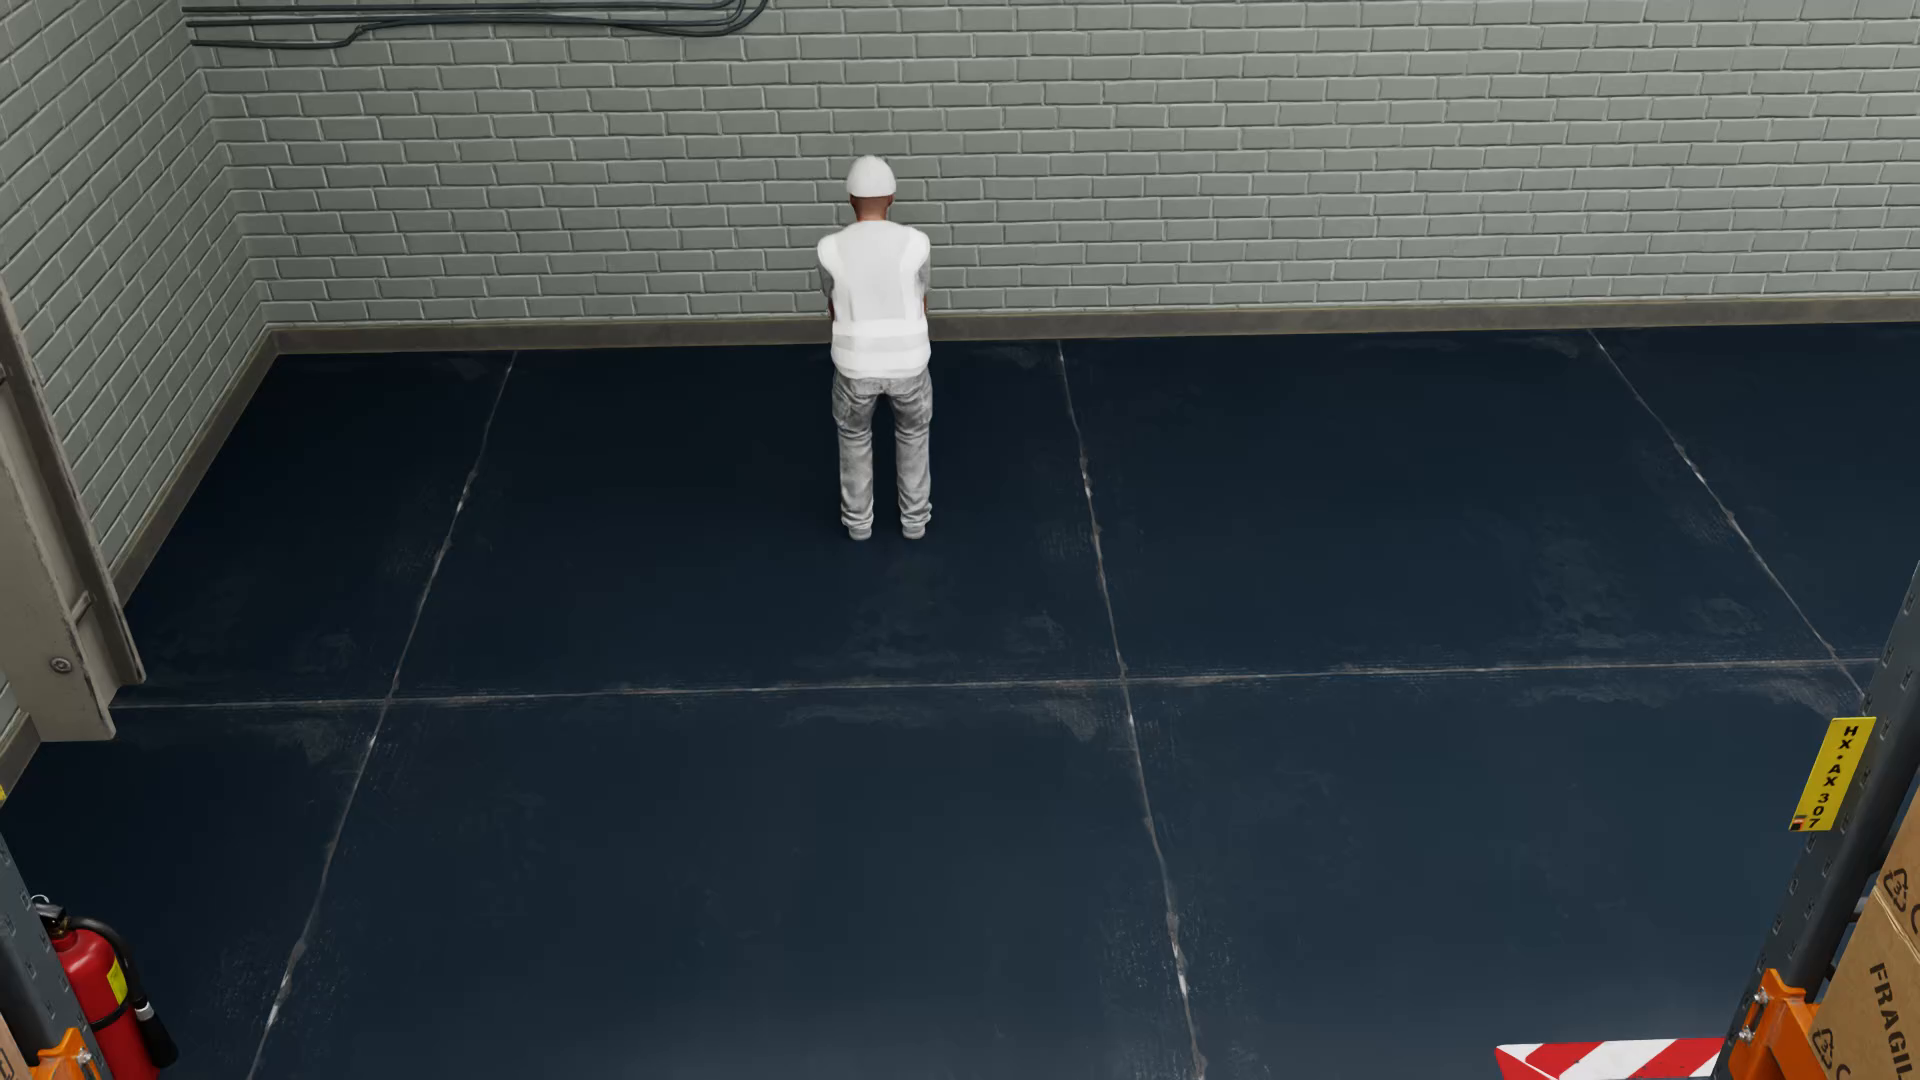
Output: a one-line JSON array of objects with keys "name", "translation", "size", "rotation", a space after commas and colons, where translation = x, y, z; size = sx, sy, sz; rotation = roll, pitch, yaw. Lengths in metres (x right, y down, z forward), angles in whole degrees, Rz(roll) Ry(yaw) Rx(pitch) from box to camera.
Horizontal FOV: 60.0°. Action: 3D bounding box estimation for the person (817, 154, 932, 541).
[{"name": "person", "translation": [-0.367, -0.832, 7.353], "size": [0.488, 1.744, 0.611], "rotation": [-2, 35, -3]}]
